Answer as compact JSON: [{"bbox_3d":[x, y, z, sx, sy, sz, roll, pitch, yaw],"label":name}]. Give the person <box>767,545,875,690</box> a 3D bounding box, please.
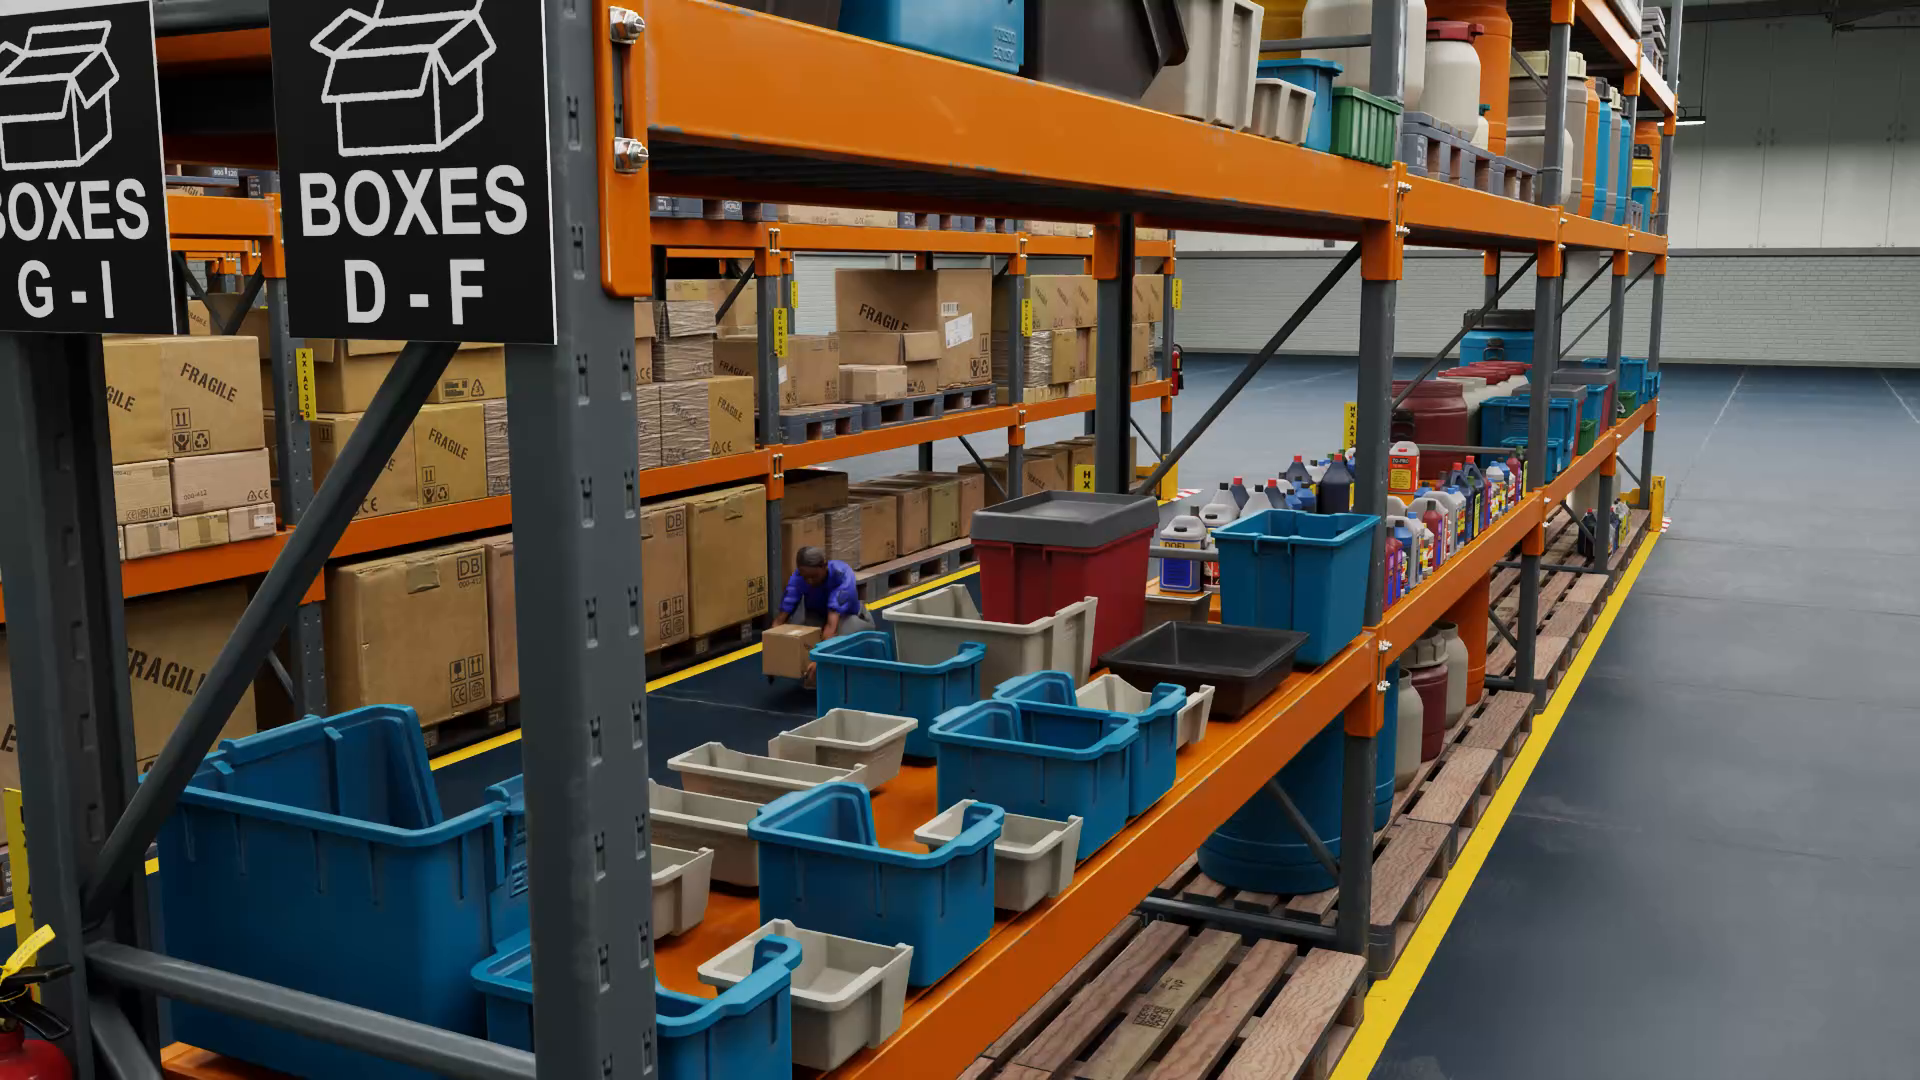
[{"bbox_3d":[-0.817,0.462,9.842,0.472,0.938,0.827,5,10,28],"label":"person"}]
